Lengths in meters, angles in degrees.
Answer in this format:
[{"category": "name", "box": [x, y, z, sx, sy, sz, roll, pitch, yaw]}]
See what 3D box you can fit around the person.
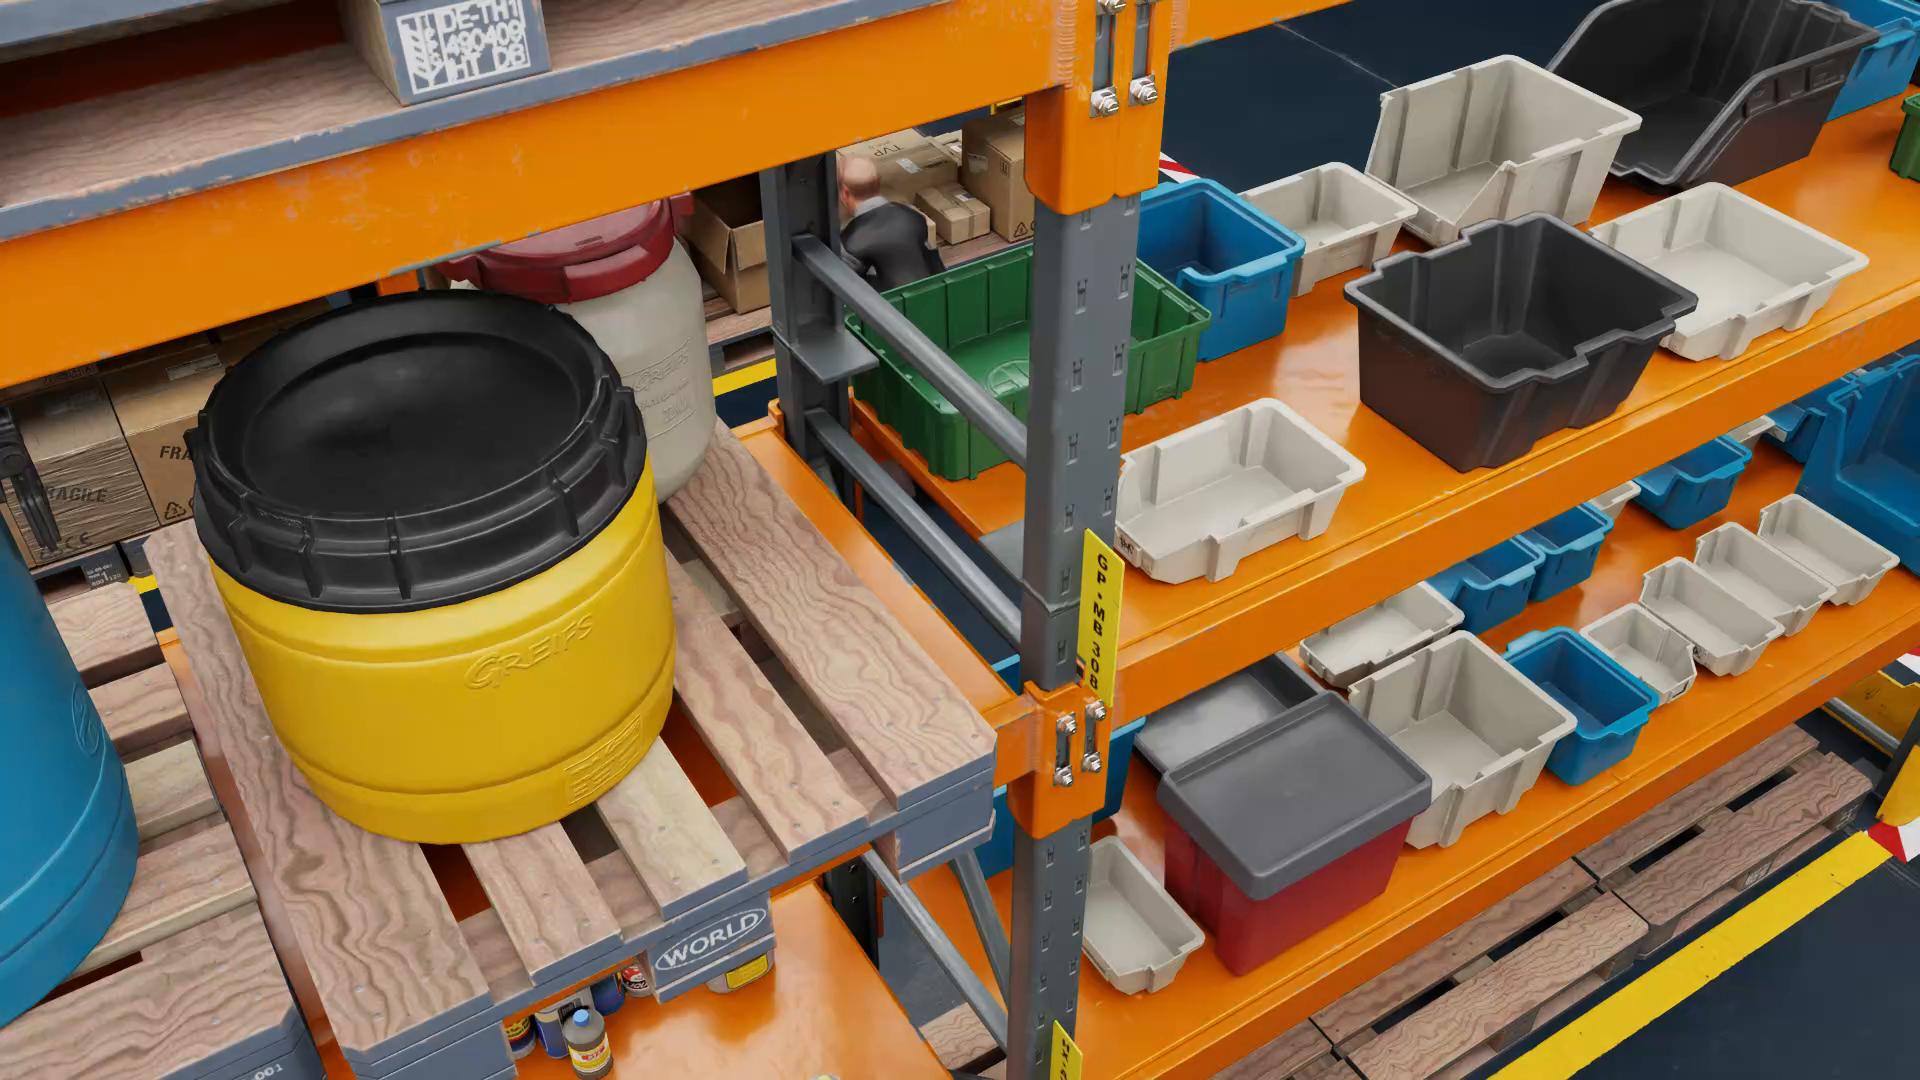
[{"category": "person", "box": [-0.291, -0.868, 7.309, 0.473, 1.575, 0.699, -23, 46, -25]}]
